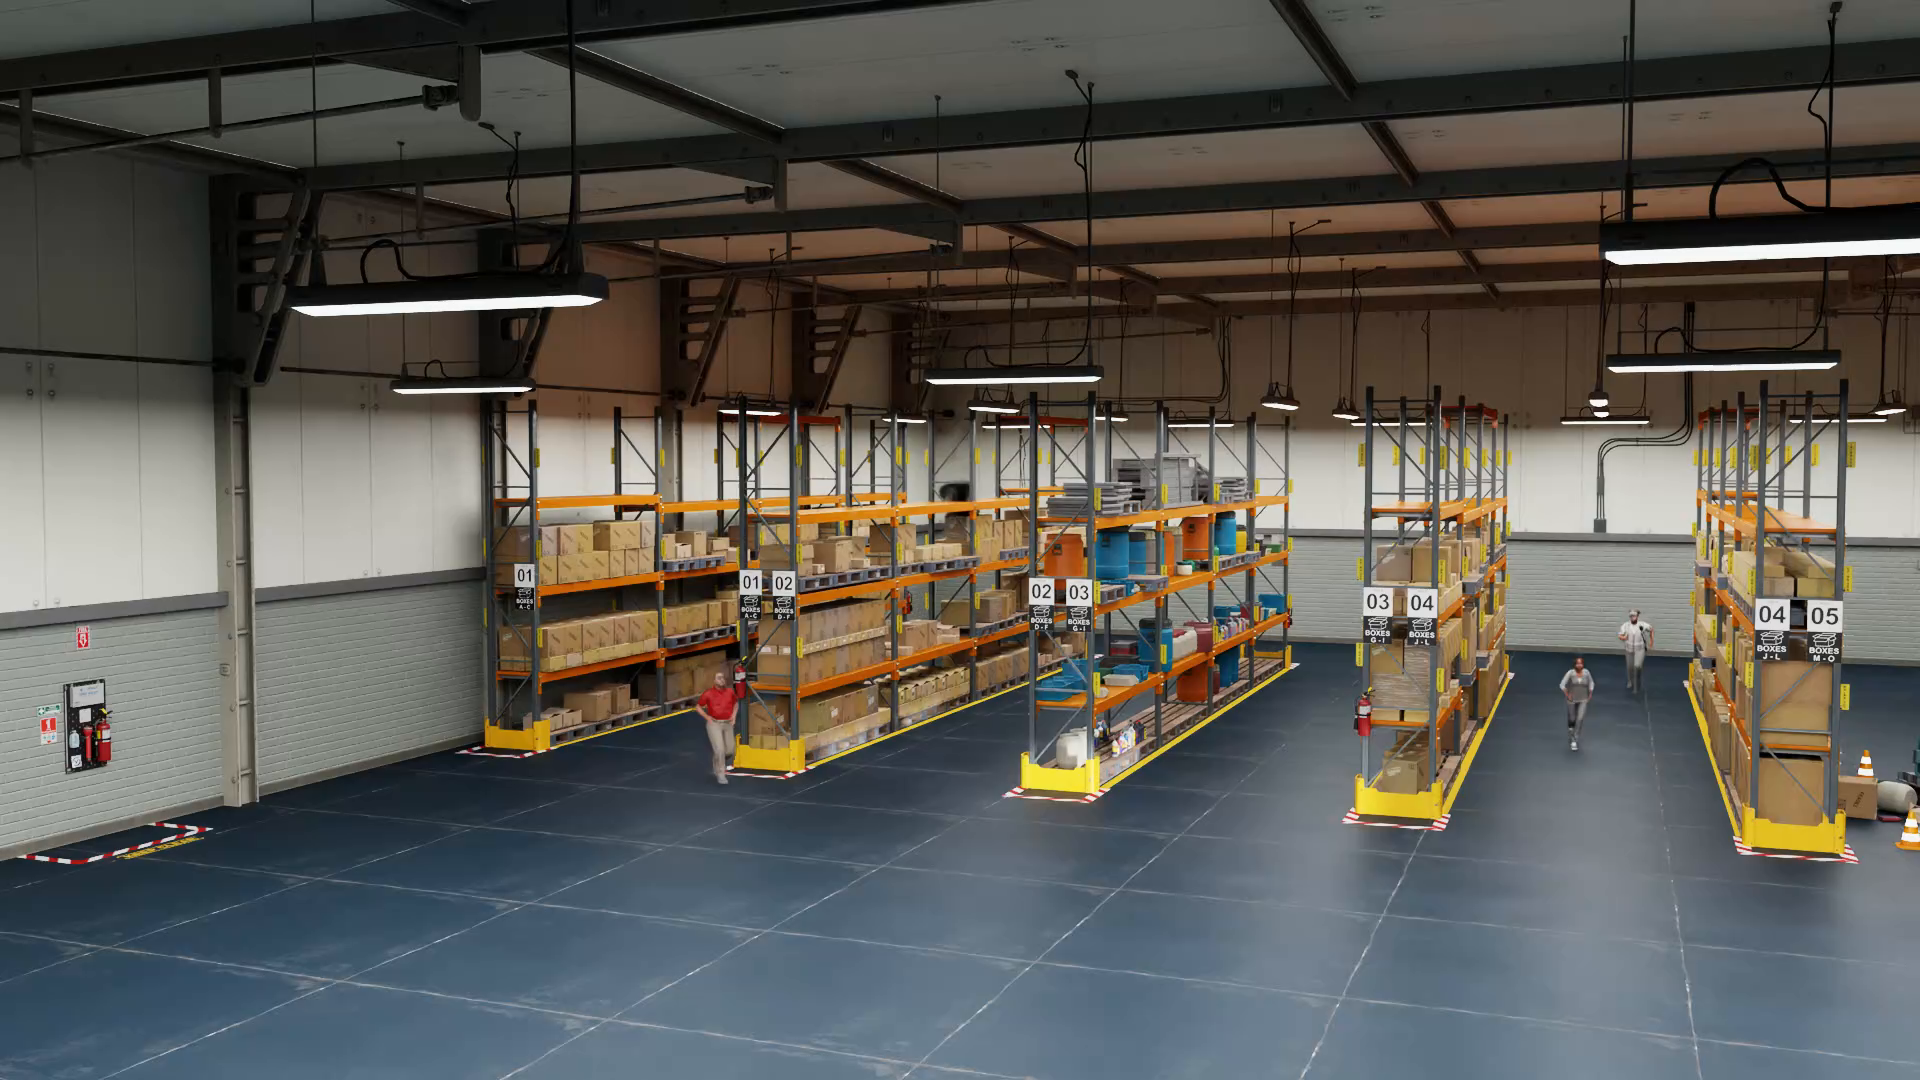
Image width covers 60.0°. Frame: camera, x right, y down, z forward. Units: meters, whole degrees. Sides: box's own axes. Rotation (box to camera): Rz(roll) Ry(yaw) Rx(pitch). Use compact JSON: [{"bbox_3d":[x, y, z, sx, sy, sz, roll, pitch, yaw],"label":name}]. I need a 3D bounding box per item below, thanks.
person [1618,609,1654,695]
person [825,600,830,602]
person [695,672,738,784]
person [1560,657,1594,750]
[{"bbox_3d":[14.418,2.378,35.479,0.674,1.844,0.922,2,3,34],"label":"person"},{"bbox_3d":[-2.750,2.134,34.846,0.610,1.769,0.846,1,3,17],"label":"person"},{"bbox_3d":[-3.735,2.907,25.797,0.698,1.726,0.641,-2,3,-35],"label":"person"},{"bbox_3d":[10.706,2.808,28.853,0.566,1.582,0.740,1,3,13],"label":"person"}]
